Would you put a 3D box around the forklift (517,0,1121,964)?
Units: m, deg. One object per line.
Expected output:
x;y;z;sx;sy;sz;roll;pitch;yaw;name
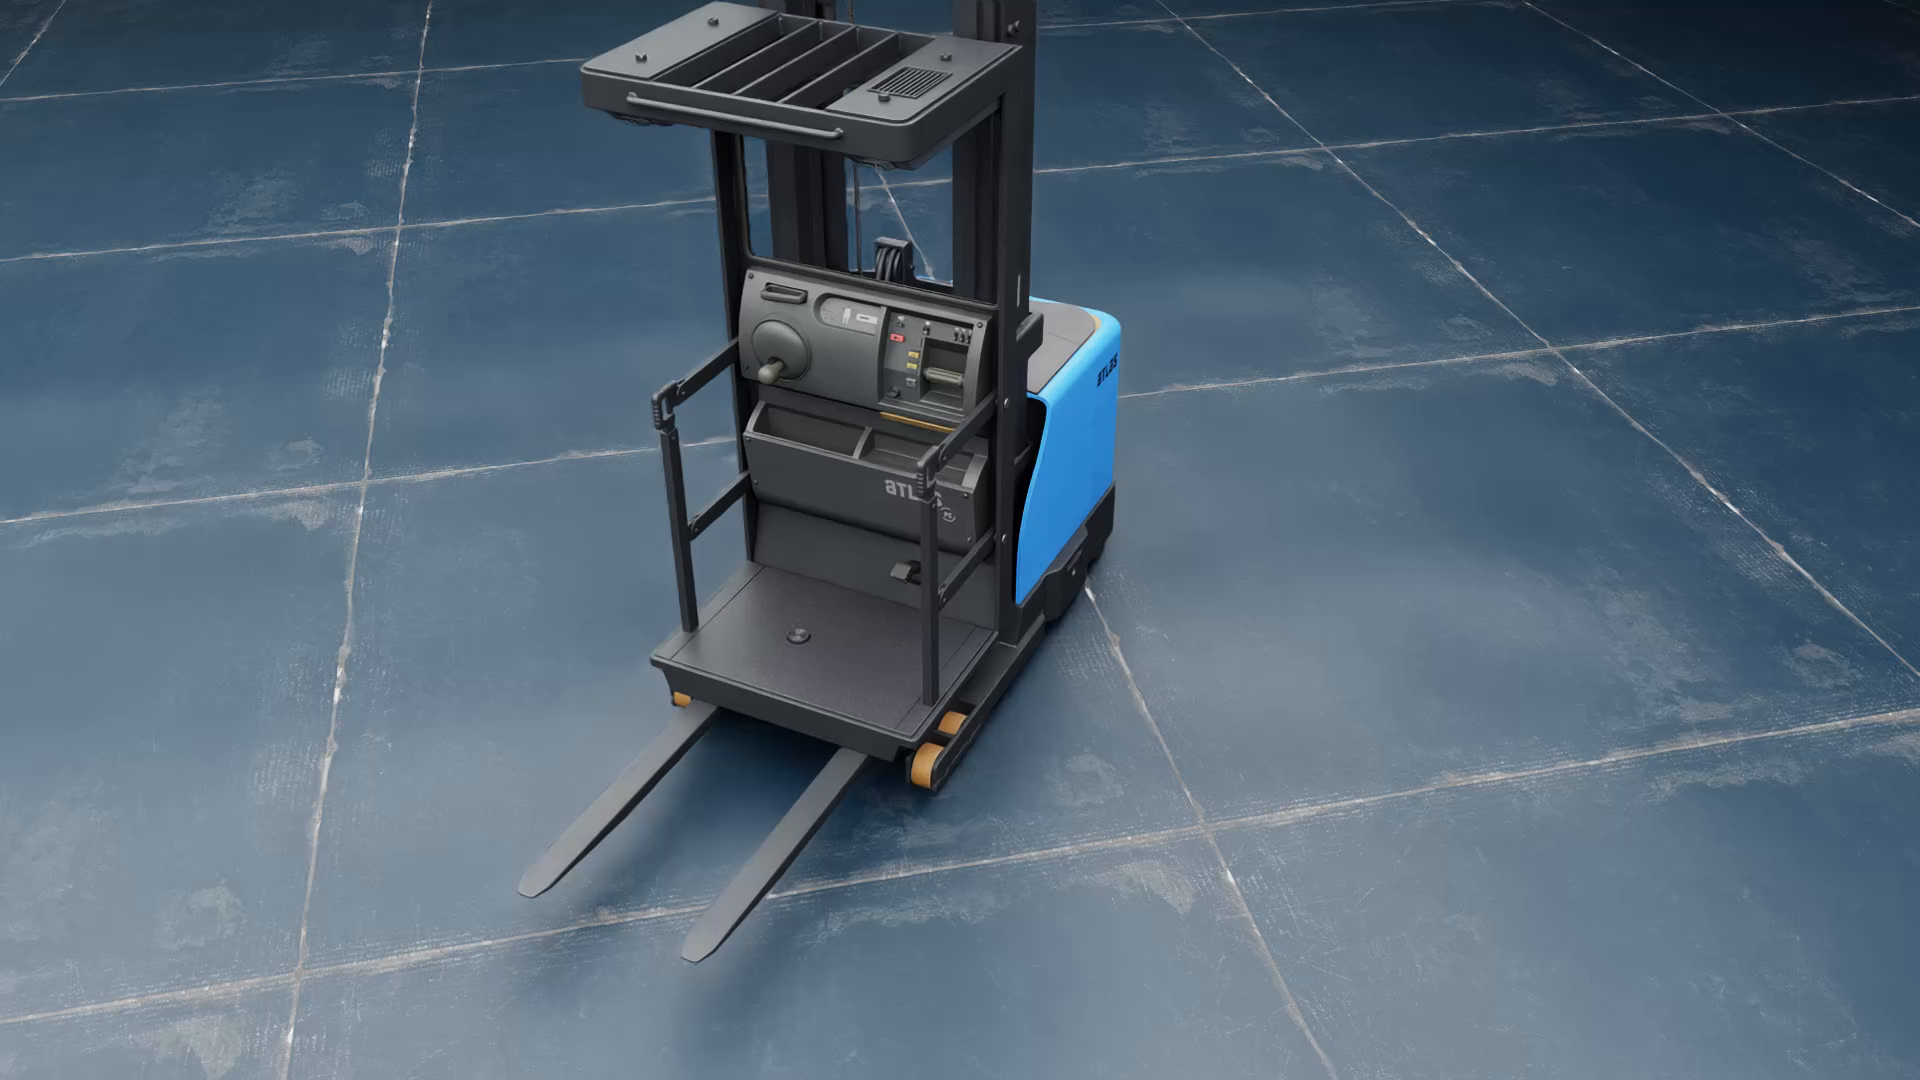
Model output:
-0.432;-0.609;5.527;1.130;2.935;3.031;15;37;21;forklift
